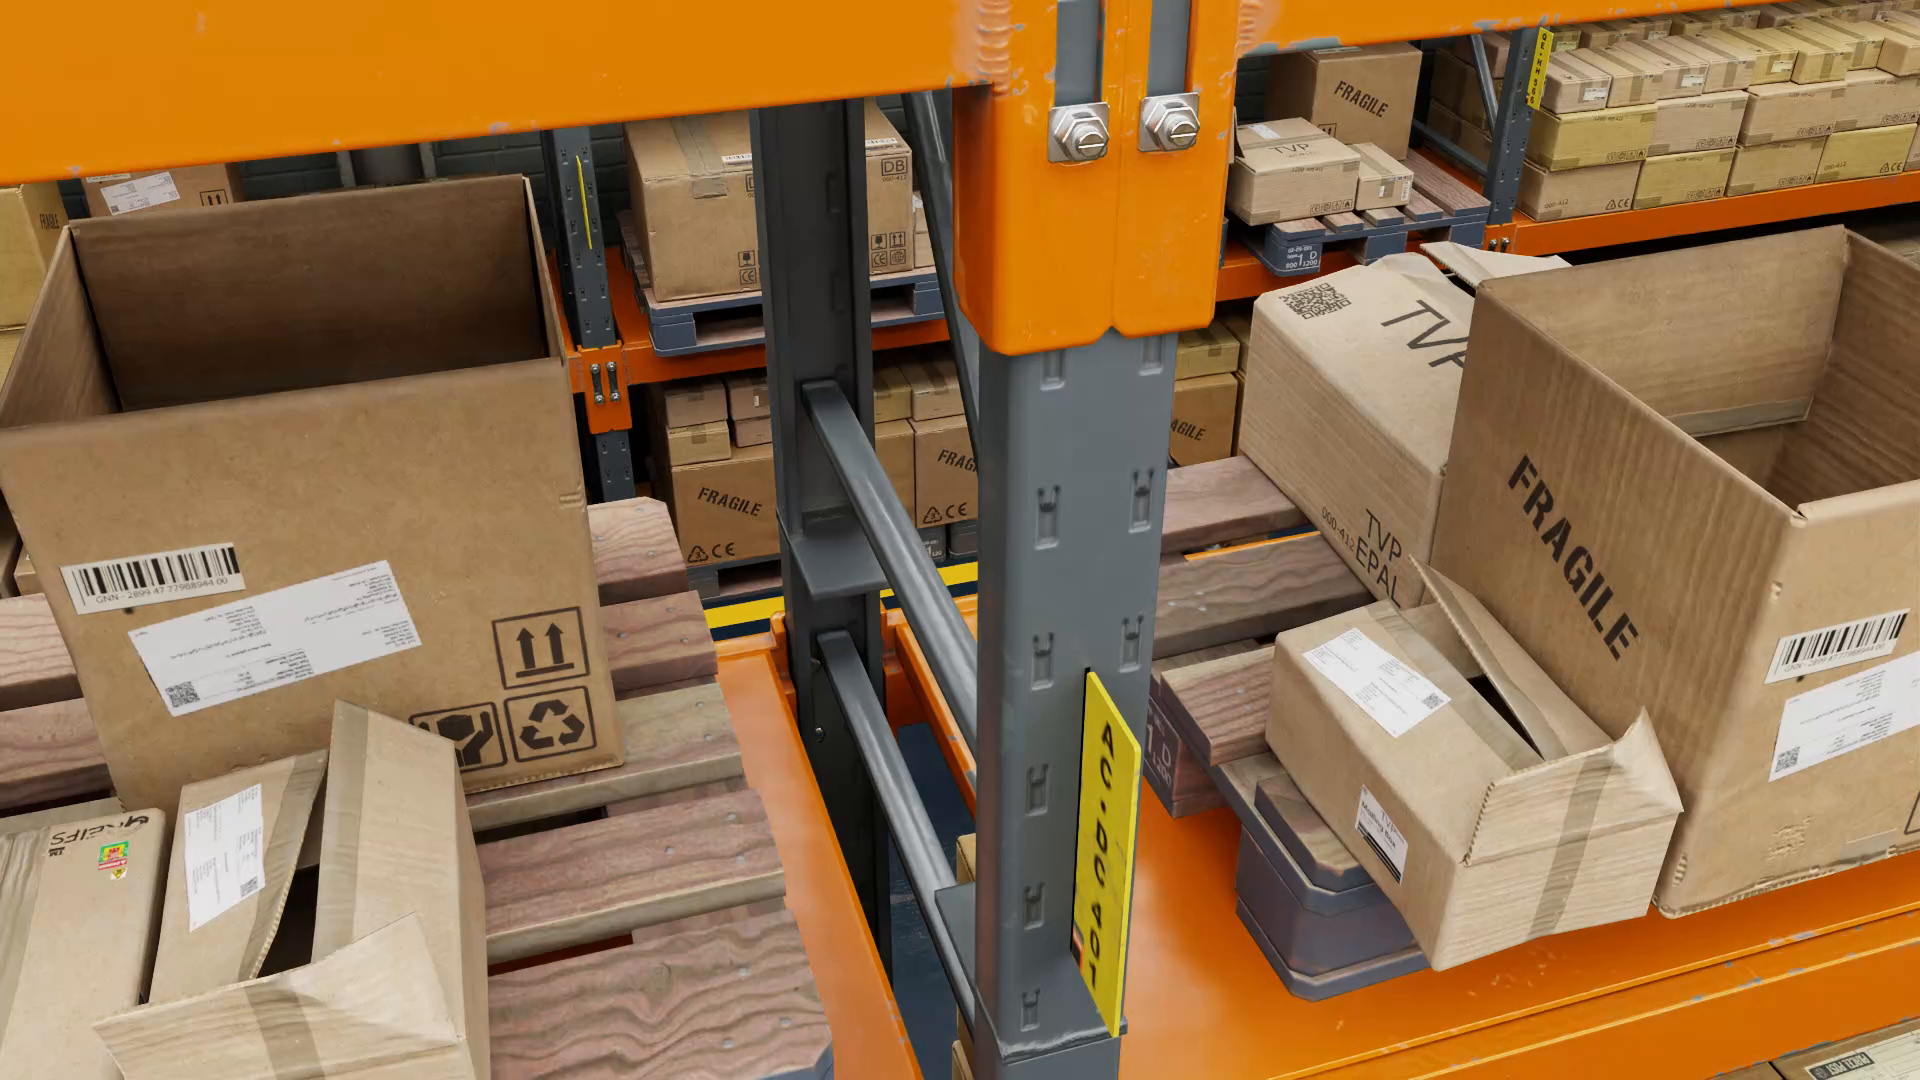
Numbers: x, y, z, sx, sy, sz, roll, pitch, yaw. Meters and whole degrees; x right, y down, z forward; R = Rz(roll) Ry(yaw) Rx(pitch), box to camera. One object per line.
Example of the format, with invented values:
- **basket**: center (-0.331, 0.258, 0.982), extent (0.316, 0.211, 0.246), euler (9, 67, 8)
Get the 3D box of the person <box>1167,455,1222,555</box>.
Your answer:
- **person**: center (0.725, 0.142, 5.959), extent (0.551, 1.711, 0.494), euler (-10, 35, -14)
